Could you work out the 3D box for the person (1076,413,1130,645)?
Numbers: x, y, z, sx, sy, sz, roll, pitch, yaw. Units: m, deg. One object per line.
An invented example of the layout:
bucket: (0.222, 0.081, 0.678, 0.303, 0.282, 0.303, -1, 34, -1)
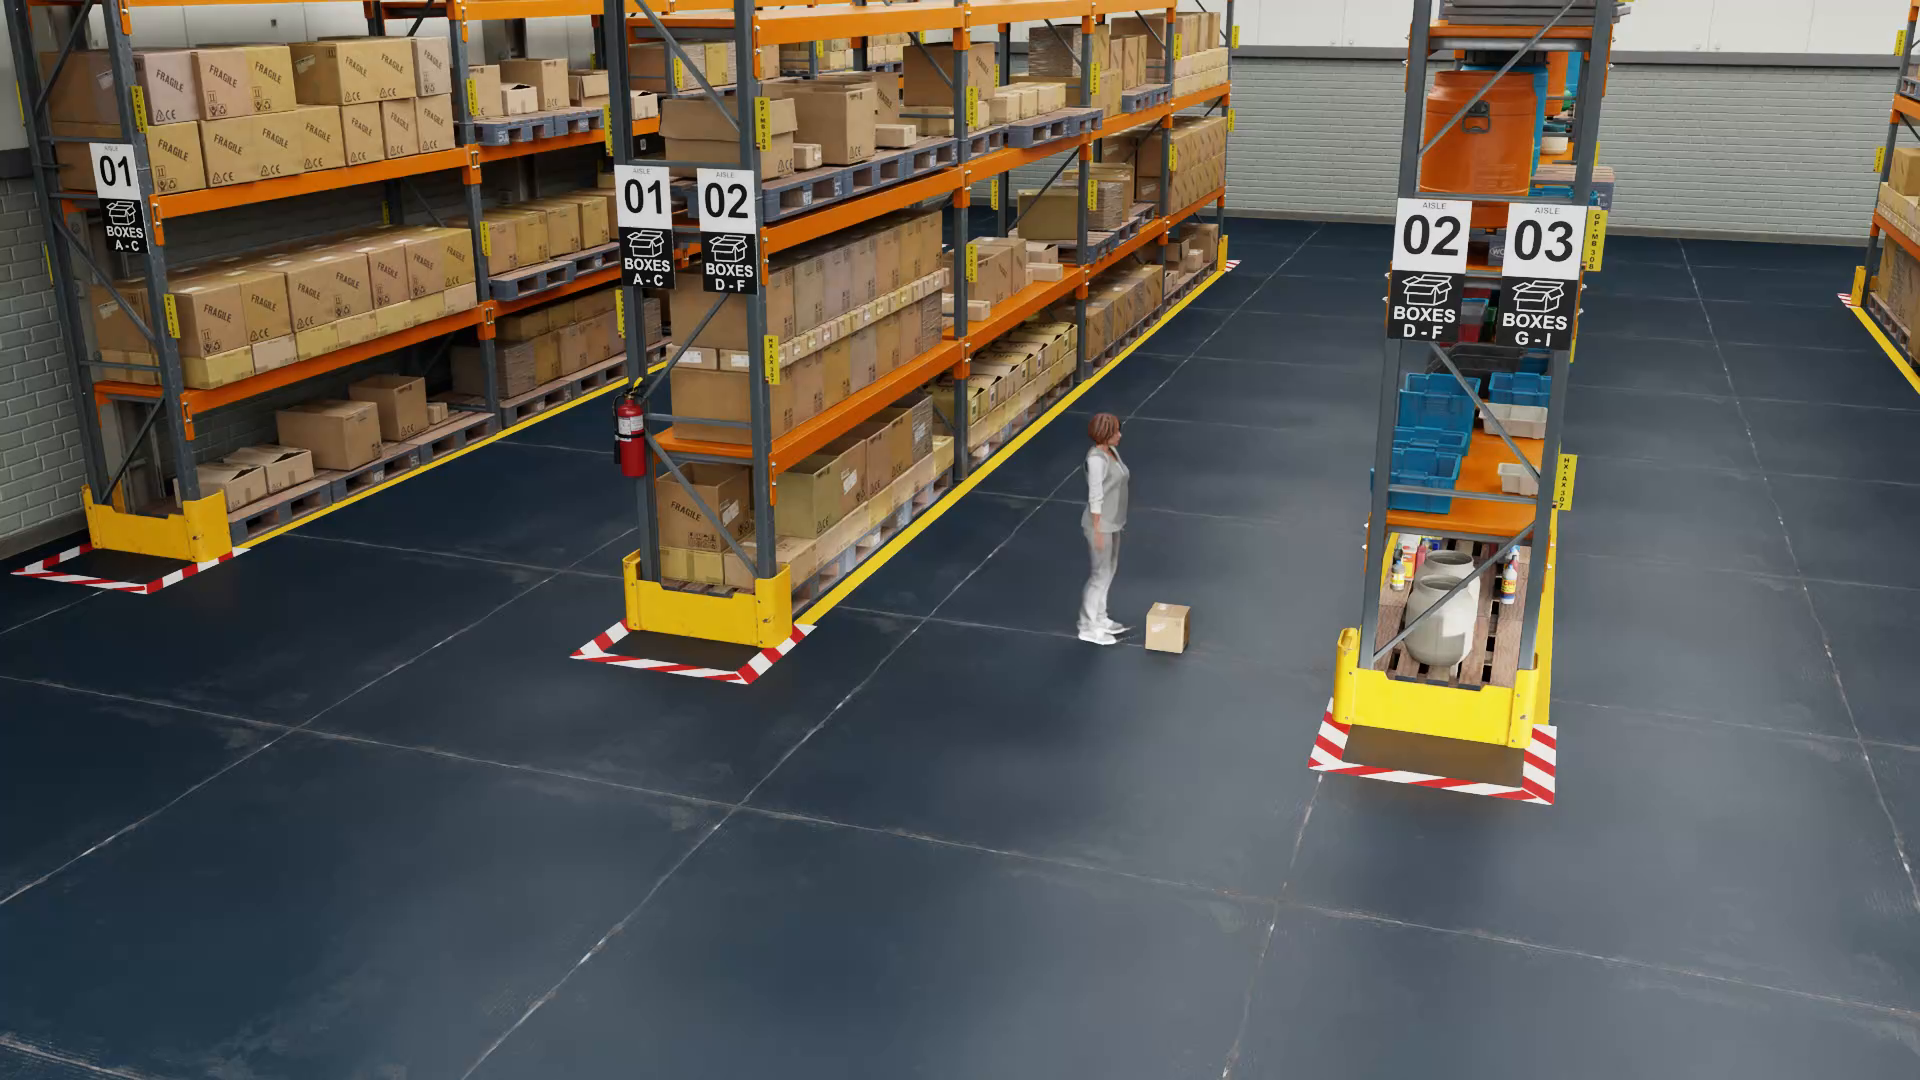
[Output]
person: (0.984, -0.091, 11.345, 0.305, 1.599, 0.404, 7, 20, 19)
